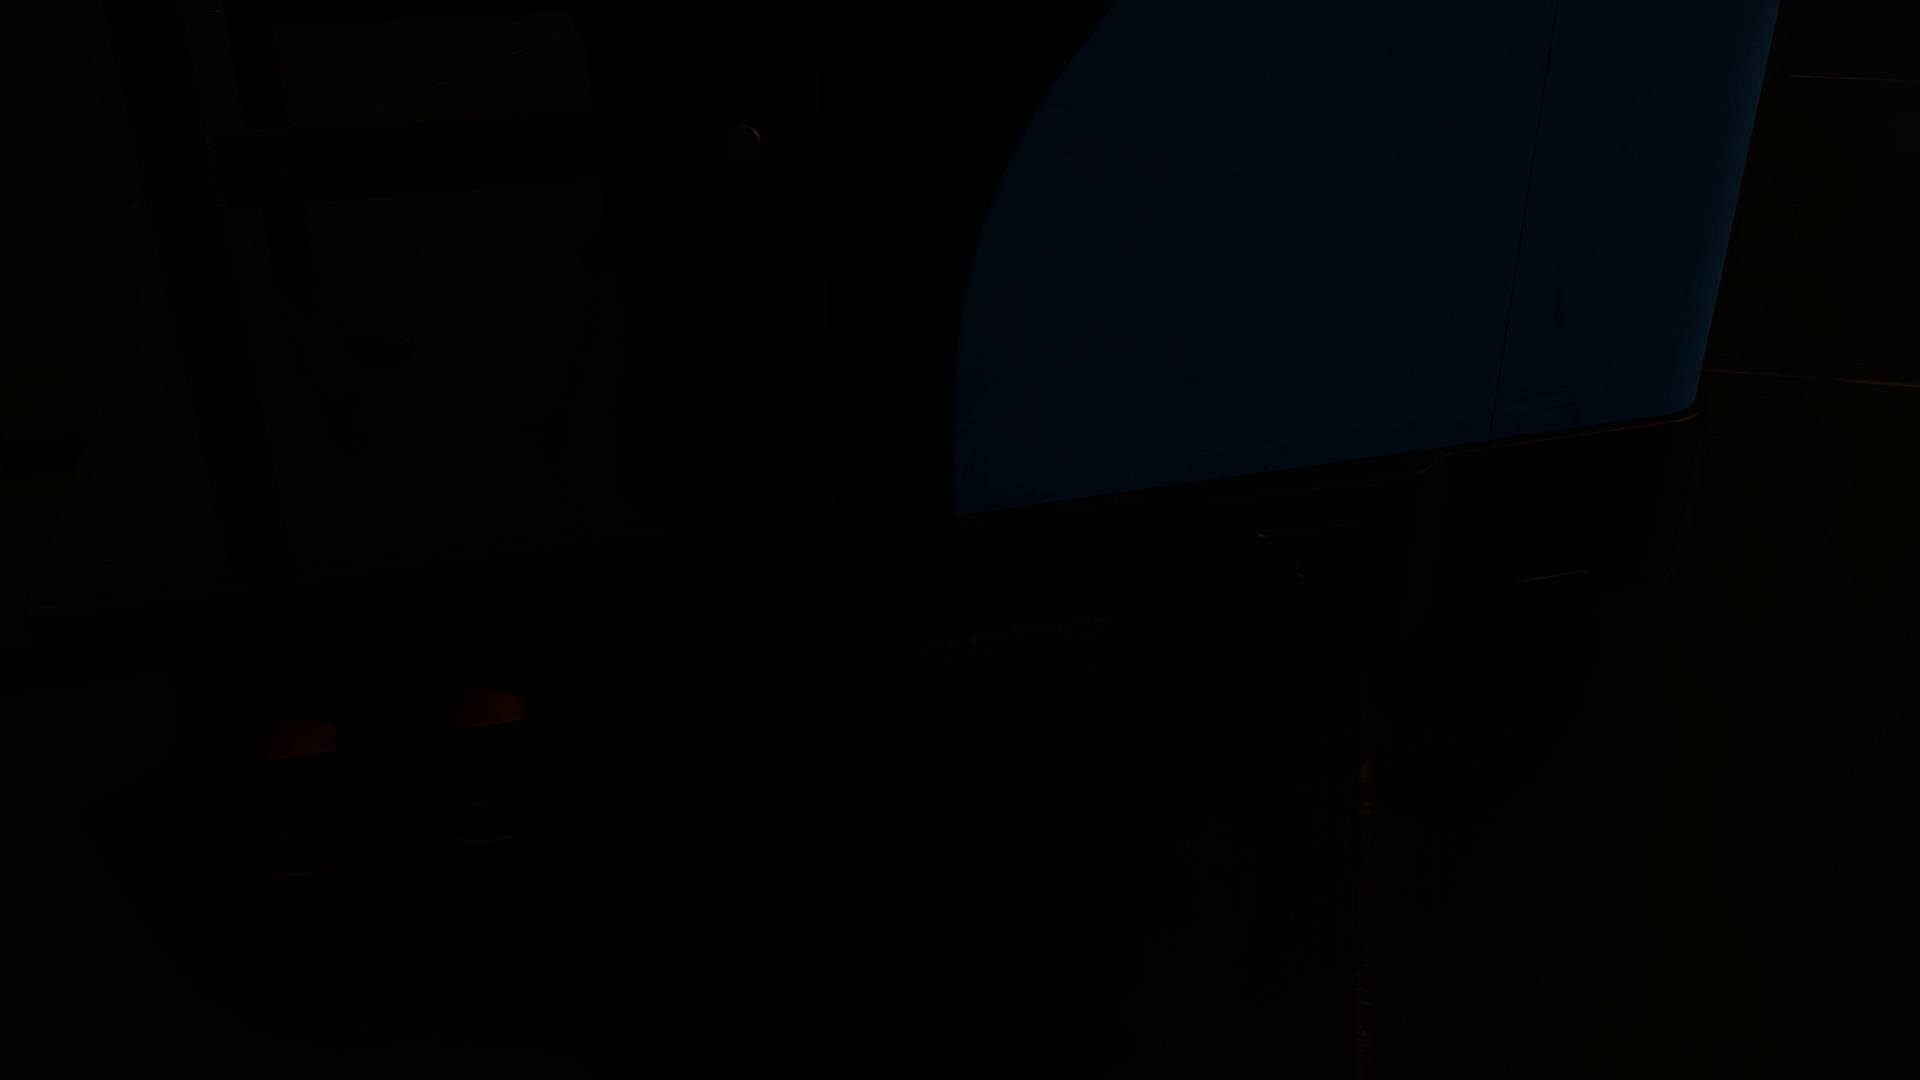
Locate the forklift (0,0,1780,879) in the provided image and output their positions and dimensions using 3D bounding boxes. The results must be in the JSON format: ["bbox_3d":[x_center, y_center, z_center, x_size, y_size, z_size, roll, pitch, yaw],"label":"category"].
[{"bbox_3d":[-0.595,-1.213,1.650,3.031,2.935,1.130,-8,28,-16],"label":"forklift"}]
